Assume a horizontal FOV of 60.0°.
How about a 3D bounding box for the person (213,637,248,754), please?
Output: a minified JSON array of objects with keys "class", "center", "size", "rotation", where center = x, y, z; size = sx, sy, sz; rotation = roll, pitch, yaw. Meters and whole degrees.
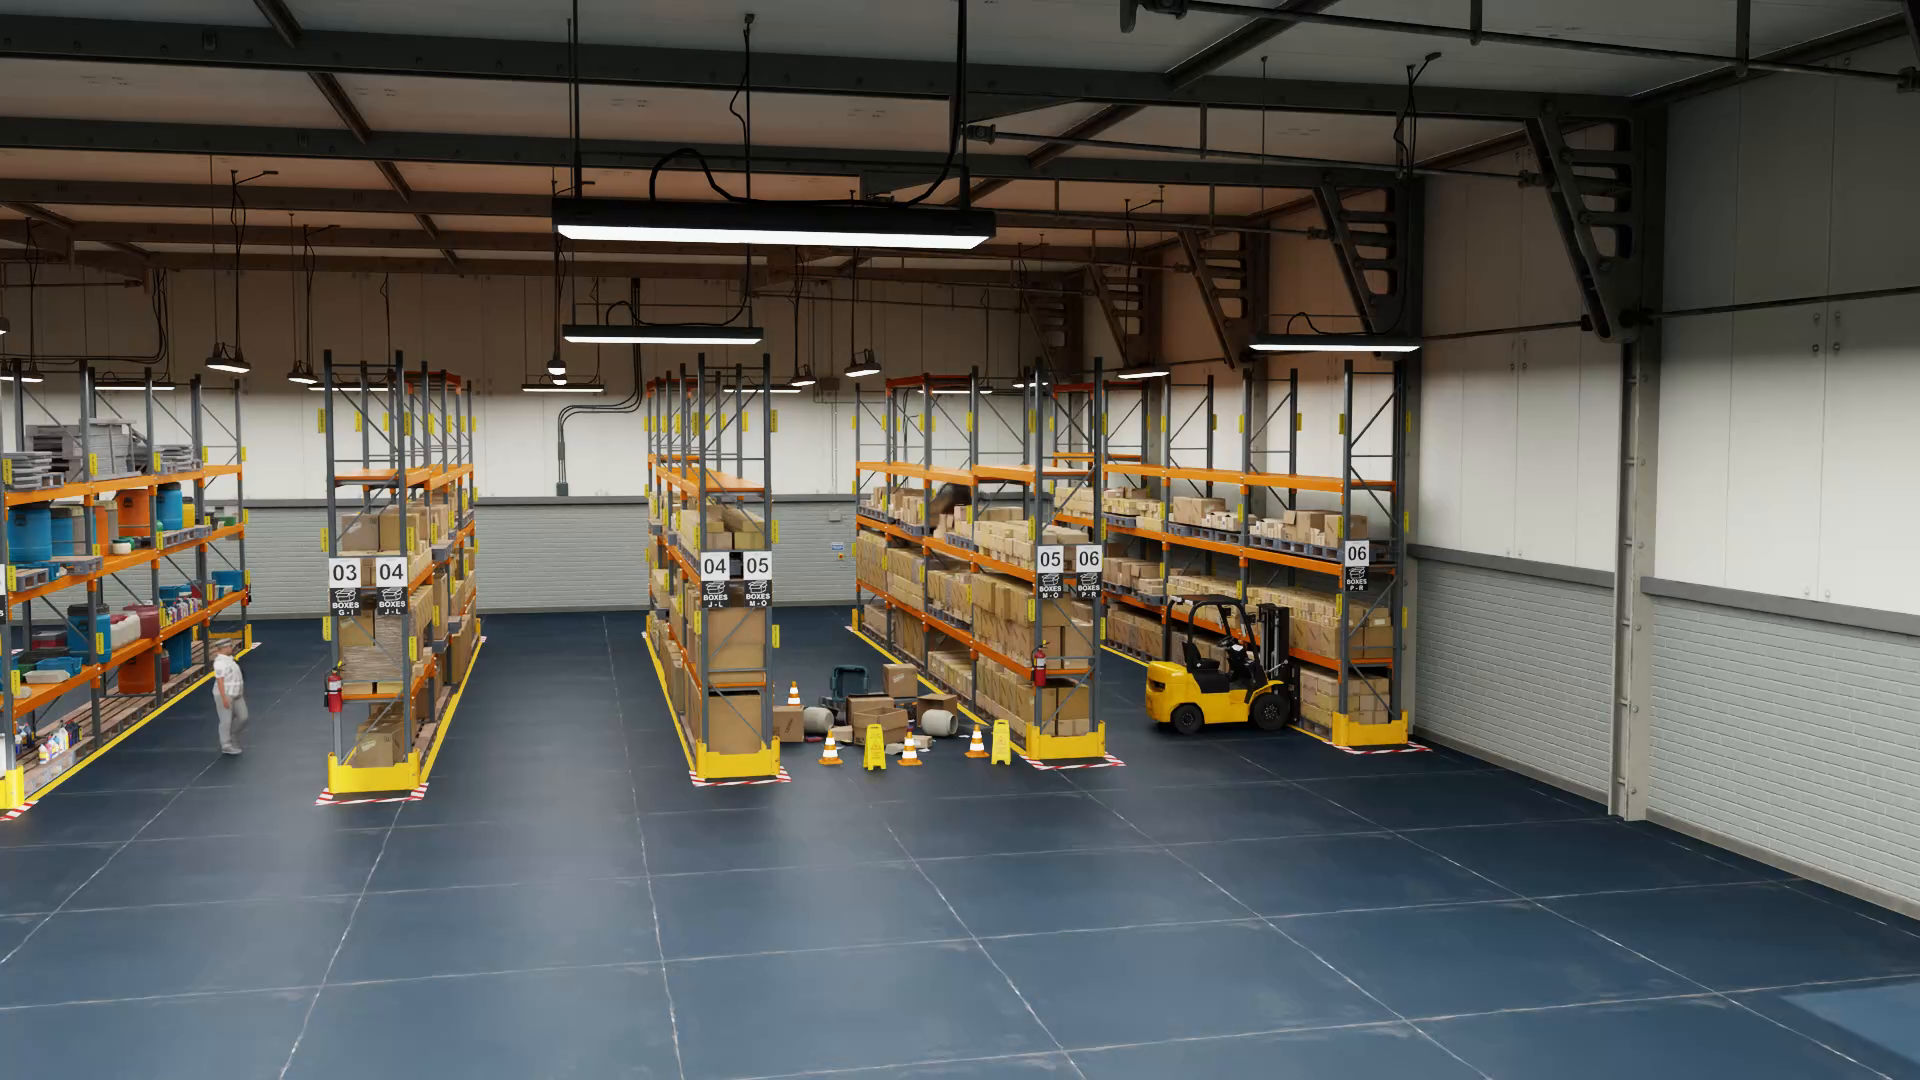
[{"class":"person","center":[-11.146,2.370,25.378],"size":[0.457,1.784,0.587],"rotation":[1,4,9]}]
